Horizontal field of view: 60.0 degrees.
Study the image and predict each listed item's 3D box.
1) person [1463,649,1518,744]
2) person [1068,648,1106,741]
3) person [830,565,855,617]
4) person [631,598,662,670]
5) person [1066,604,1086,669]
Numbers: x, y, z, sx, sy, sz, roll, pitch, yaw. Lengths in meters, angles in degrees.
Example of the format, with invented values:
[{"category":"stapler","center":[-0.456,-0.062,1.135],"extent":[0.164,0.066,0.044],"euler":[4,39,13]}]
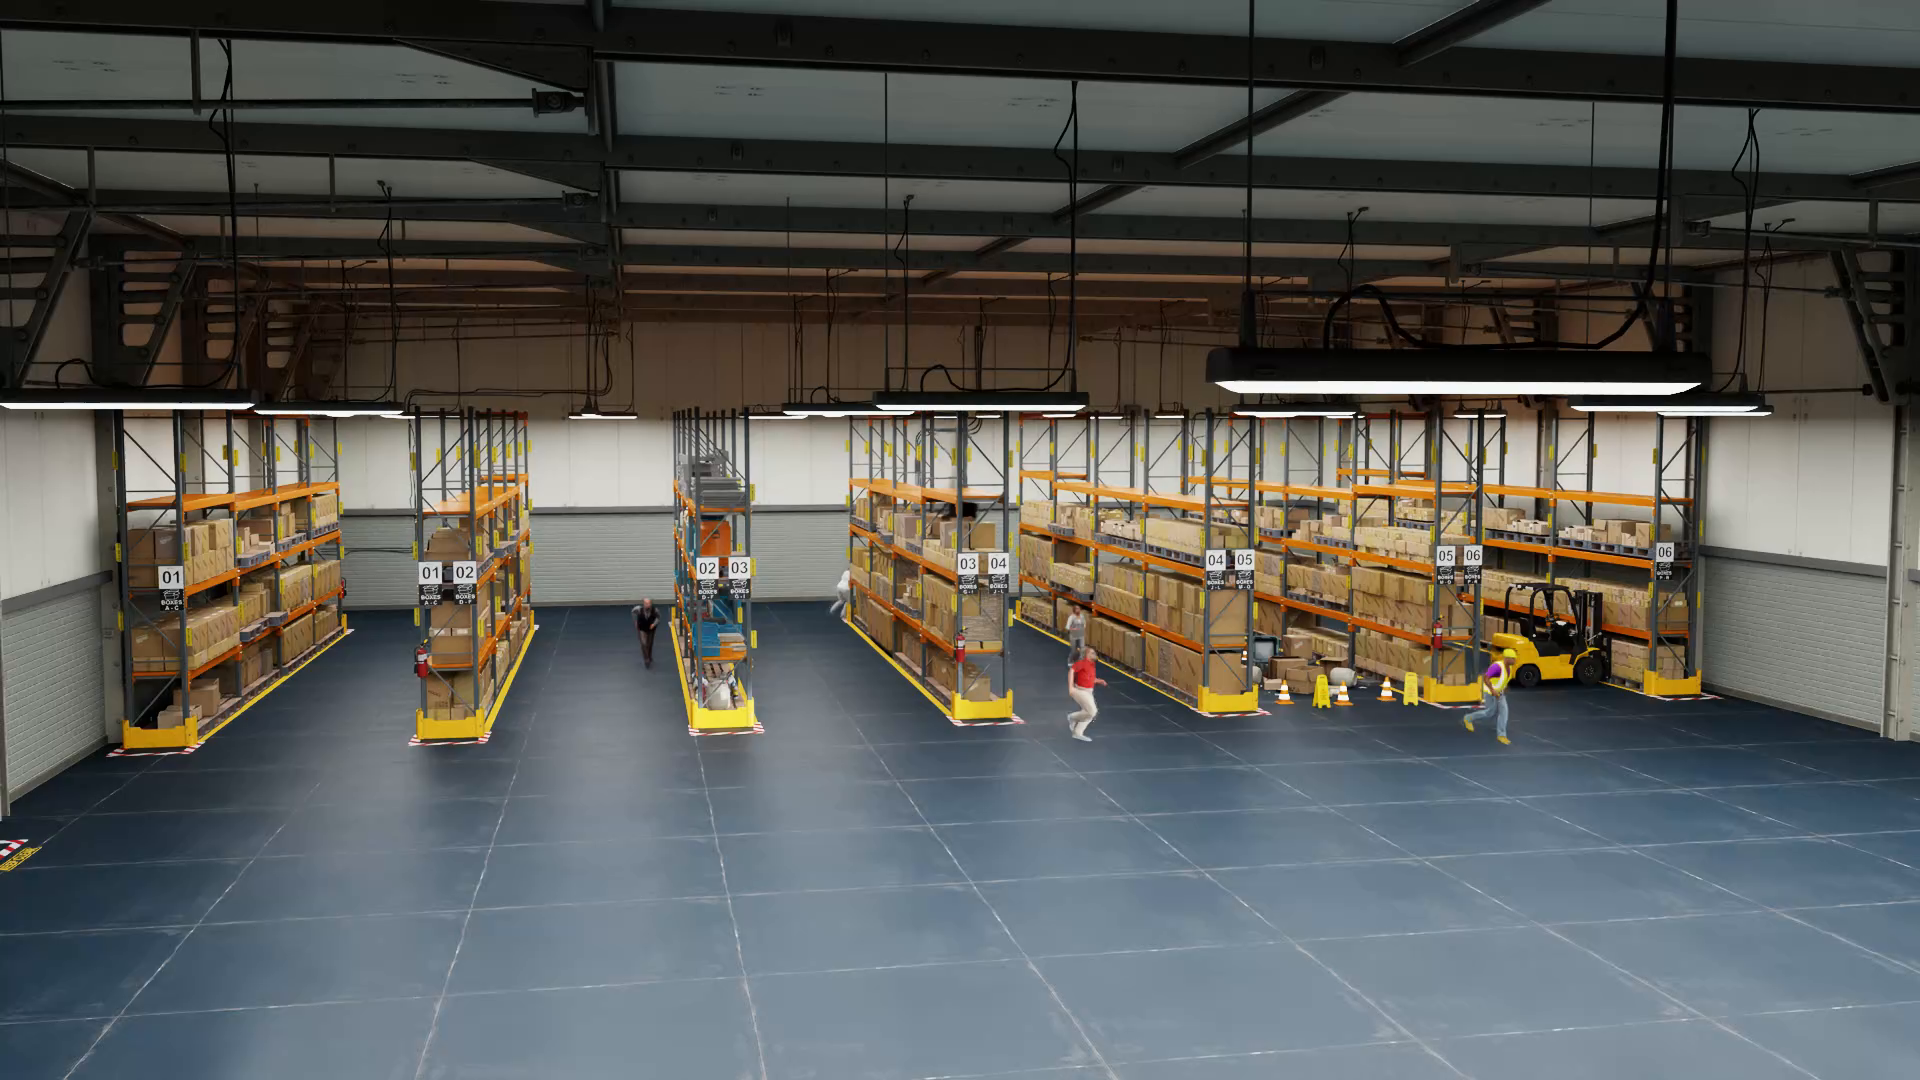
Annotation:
[{"category":"person","center":[9.536,2.774,29.876],"extent":[1.015,1.712,0.718],"euler":[4,5,42]},{"category":"person","center":[2.285,2.772,29.878],"extent":[0.674,1.680,0.706],"euler":[2,5,26]},{"category":"person","center":[-3.385,1.490,48.743],"extent":[0.841,1.570,0.597],"euler":[-3,5,-34]},{"category":"person","center":[-7.326,2.160,38.915],"extent":[0.697,1.675,1.007],"euler":[-1,4,-9]},{"category":"person","center":[2.633,2.244,37.562],"extent":[0.537,1.609,0.875],"euler":[-1,4,-15]}]
